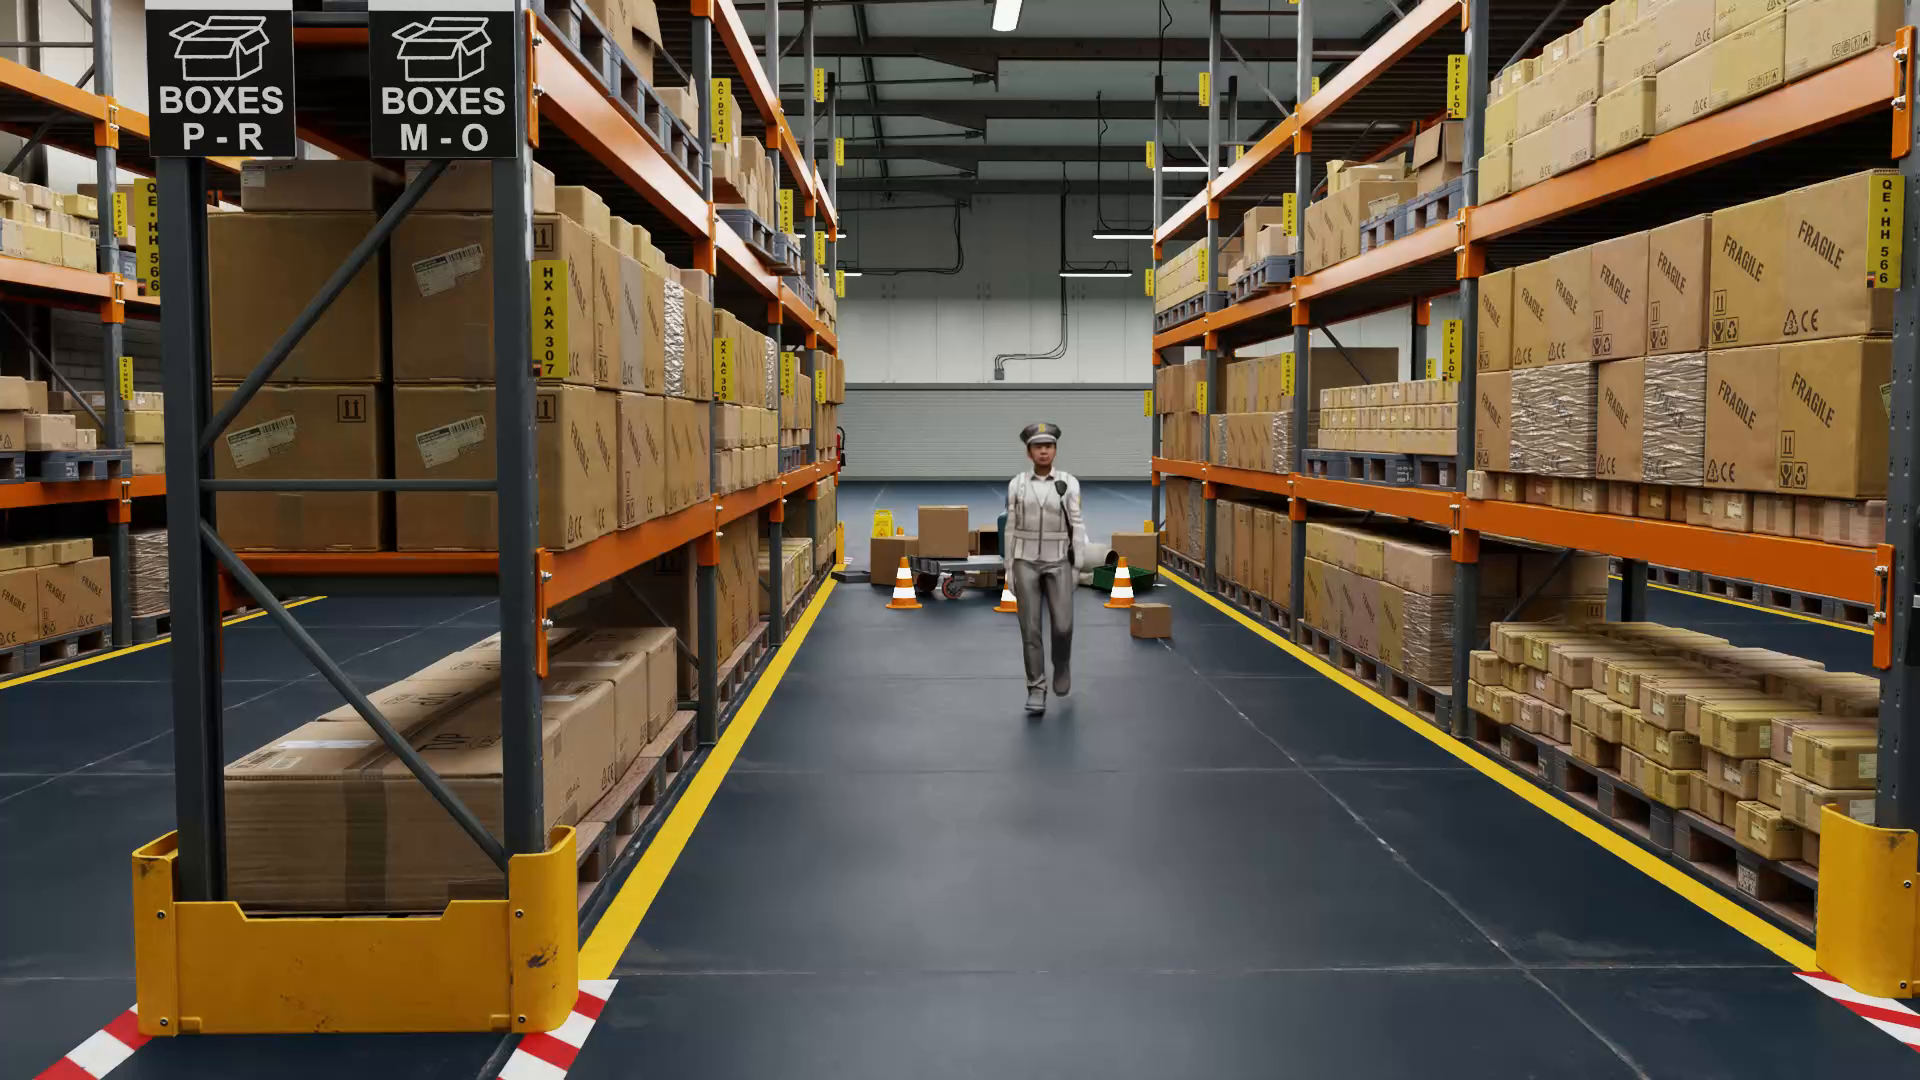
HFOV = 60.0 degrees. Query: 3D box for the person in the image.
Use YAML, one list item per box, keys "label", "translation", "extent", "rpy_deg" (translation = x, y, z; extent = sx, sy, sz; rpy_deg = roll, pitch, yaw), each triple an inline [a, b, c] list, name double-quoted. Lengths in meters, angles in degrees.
- label: "person"
  translation: [0.497, 0.146, 9.794]
  extent: [0.483, 1.679, 0.472]
  rpy_deg: [1, 4, 8]
